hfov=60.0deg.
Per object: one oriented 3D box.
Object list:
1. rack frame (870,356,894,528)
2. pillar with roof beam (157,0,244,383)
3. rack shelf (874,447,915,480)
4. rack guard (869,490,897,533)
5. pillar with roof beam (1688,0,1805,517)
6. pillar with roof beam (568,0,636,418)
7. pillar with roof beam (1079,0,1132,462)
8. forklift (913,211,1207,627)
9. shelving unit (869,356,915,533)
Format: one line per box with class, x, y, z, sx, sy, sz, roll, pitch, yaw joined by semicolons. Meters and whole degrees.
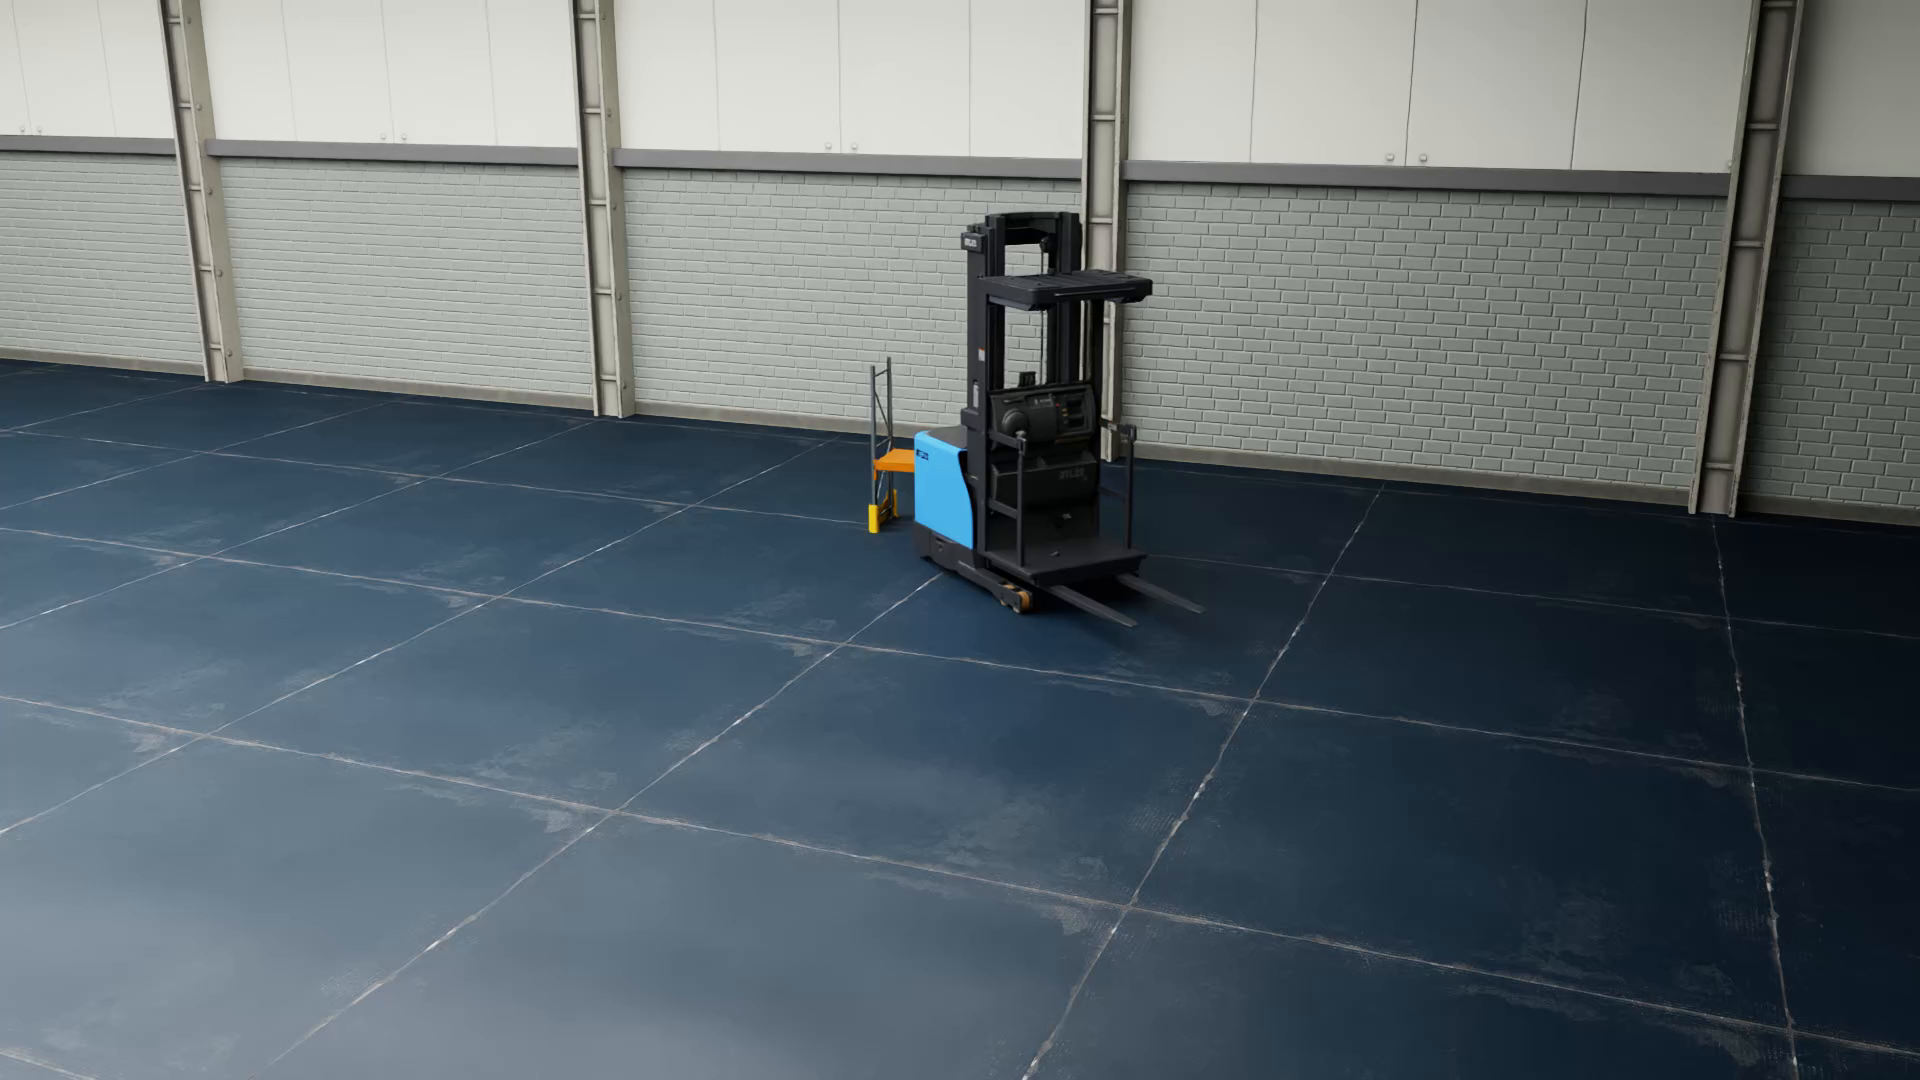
rack frame;-0.701;-0.867;14.970;0.032;1.500;0.500;5;17;16
pillar with roof beam;-11.273;-5.316;16.844;0.400;9.000;9.100;6;17;21
rack shelf;-0.213;-0.654;14.883;1.000;0.185;0.538;5;17;16
rack guard;-0.700;-0.267;15.144;0.087;0.250;0.587;5;17;16
pillar with roof beam;5.472;-3.475;10.502;0.400;9.000;9.100;6;17;21
pillar with roof beam;-5.691;-4.702;14.730;0.400;9.000;9.100;6;17;21
pillar with roof beam;-0.110;-4.088;12.616;0.400;9.000;9.100;6;17;21
forklift;0.763;-0.995;12.844;1.130;2.935;3.031;-9;18;-28
shelving unit;-0.222;-0.828;14.835;1.083;1.500;0.587;5;17;16
